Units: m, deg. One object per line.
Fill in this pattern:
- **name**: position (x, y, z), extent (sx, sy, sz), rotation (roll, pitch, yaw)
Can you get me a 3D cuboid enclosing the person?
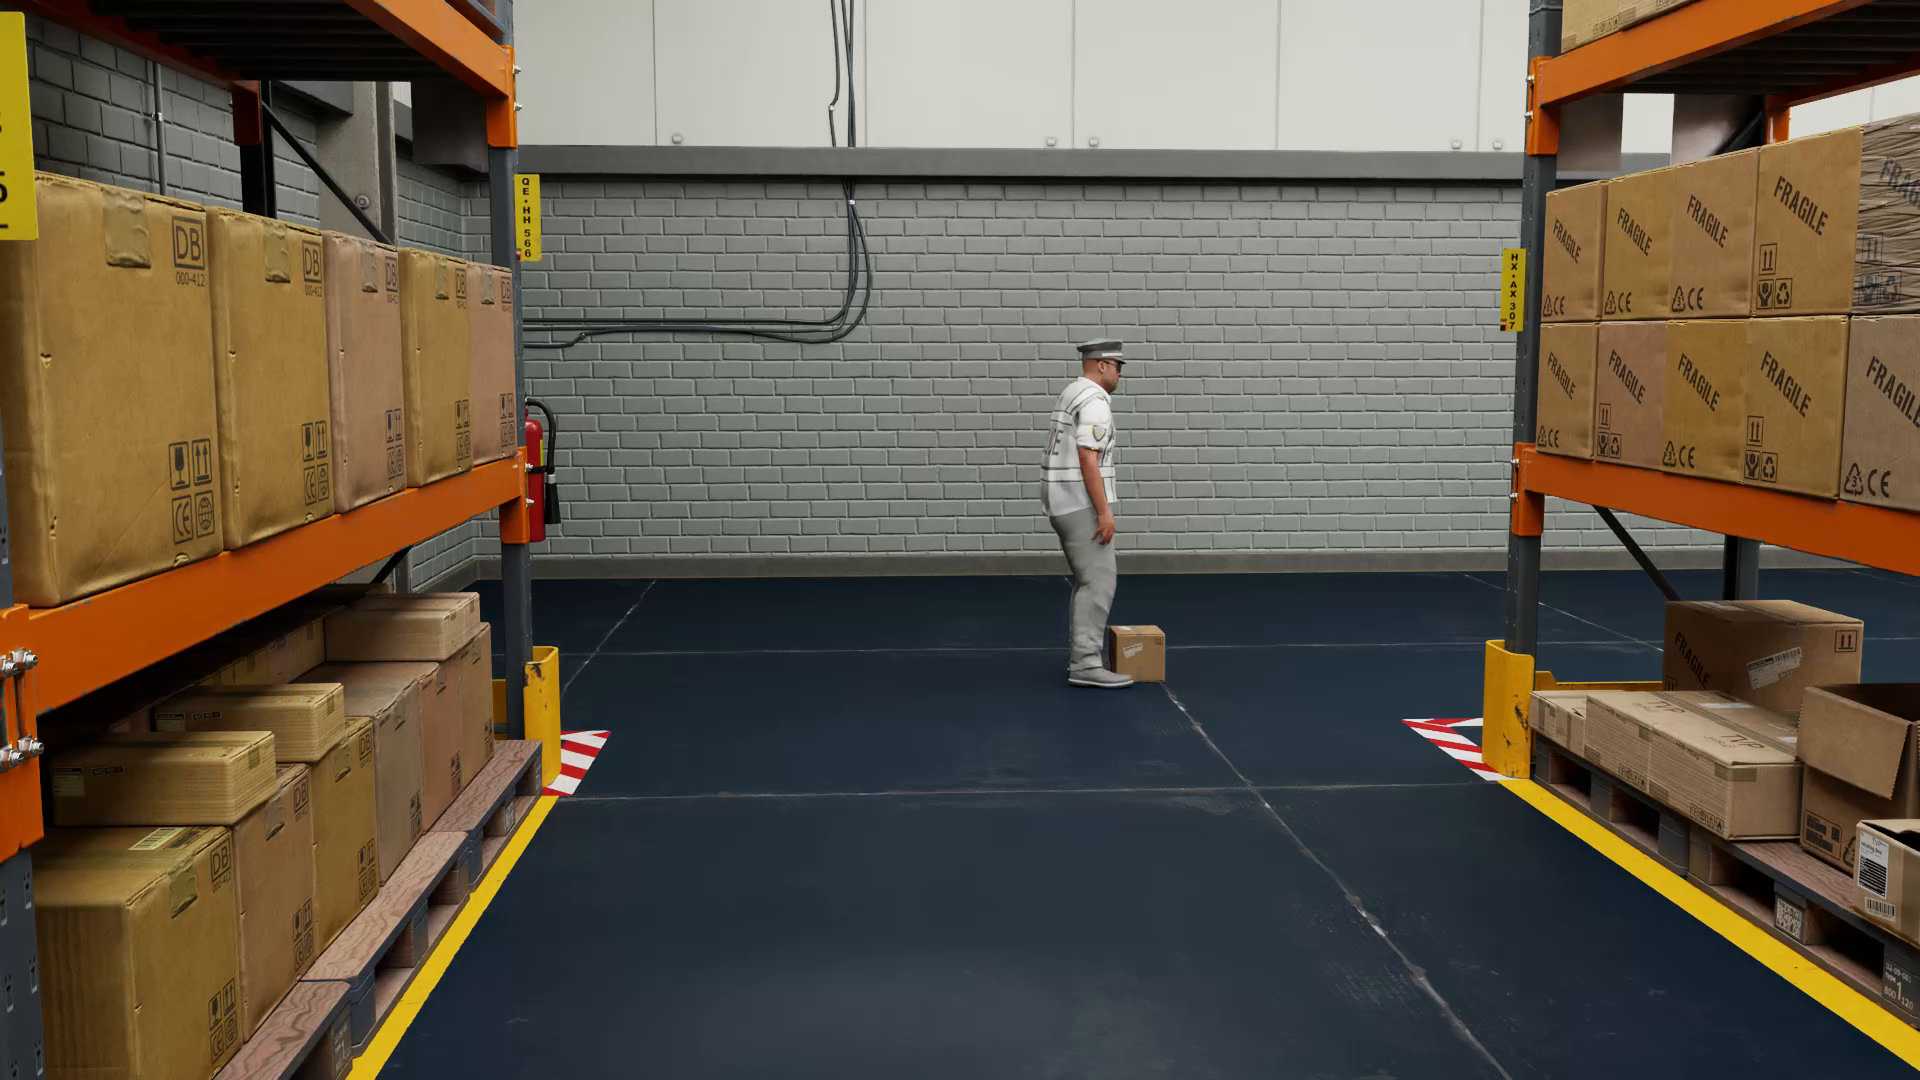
- **person**: position (0.658, -0.154, 8.503), extent (0.480, 1.747, 0.601), rotation (-1, 7, -7)
